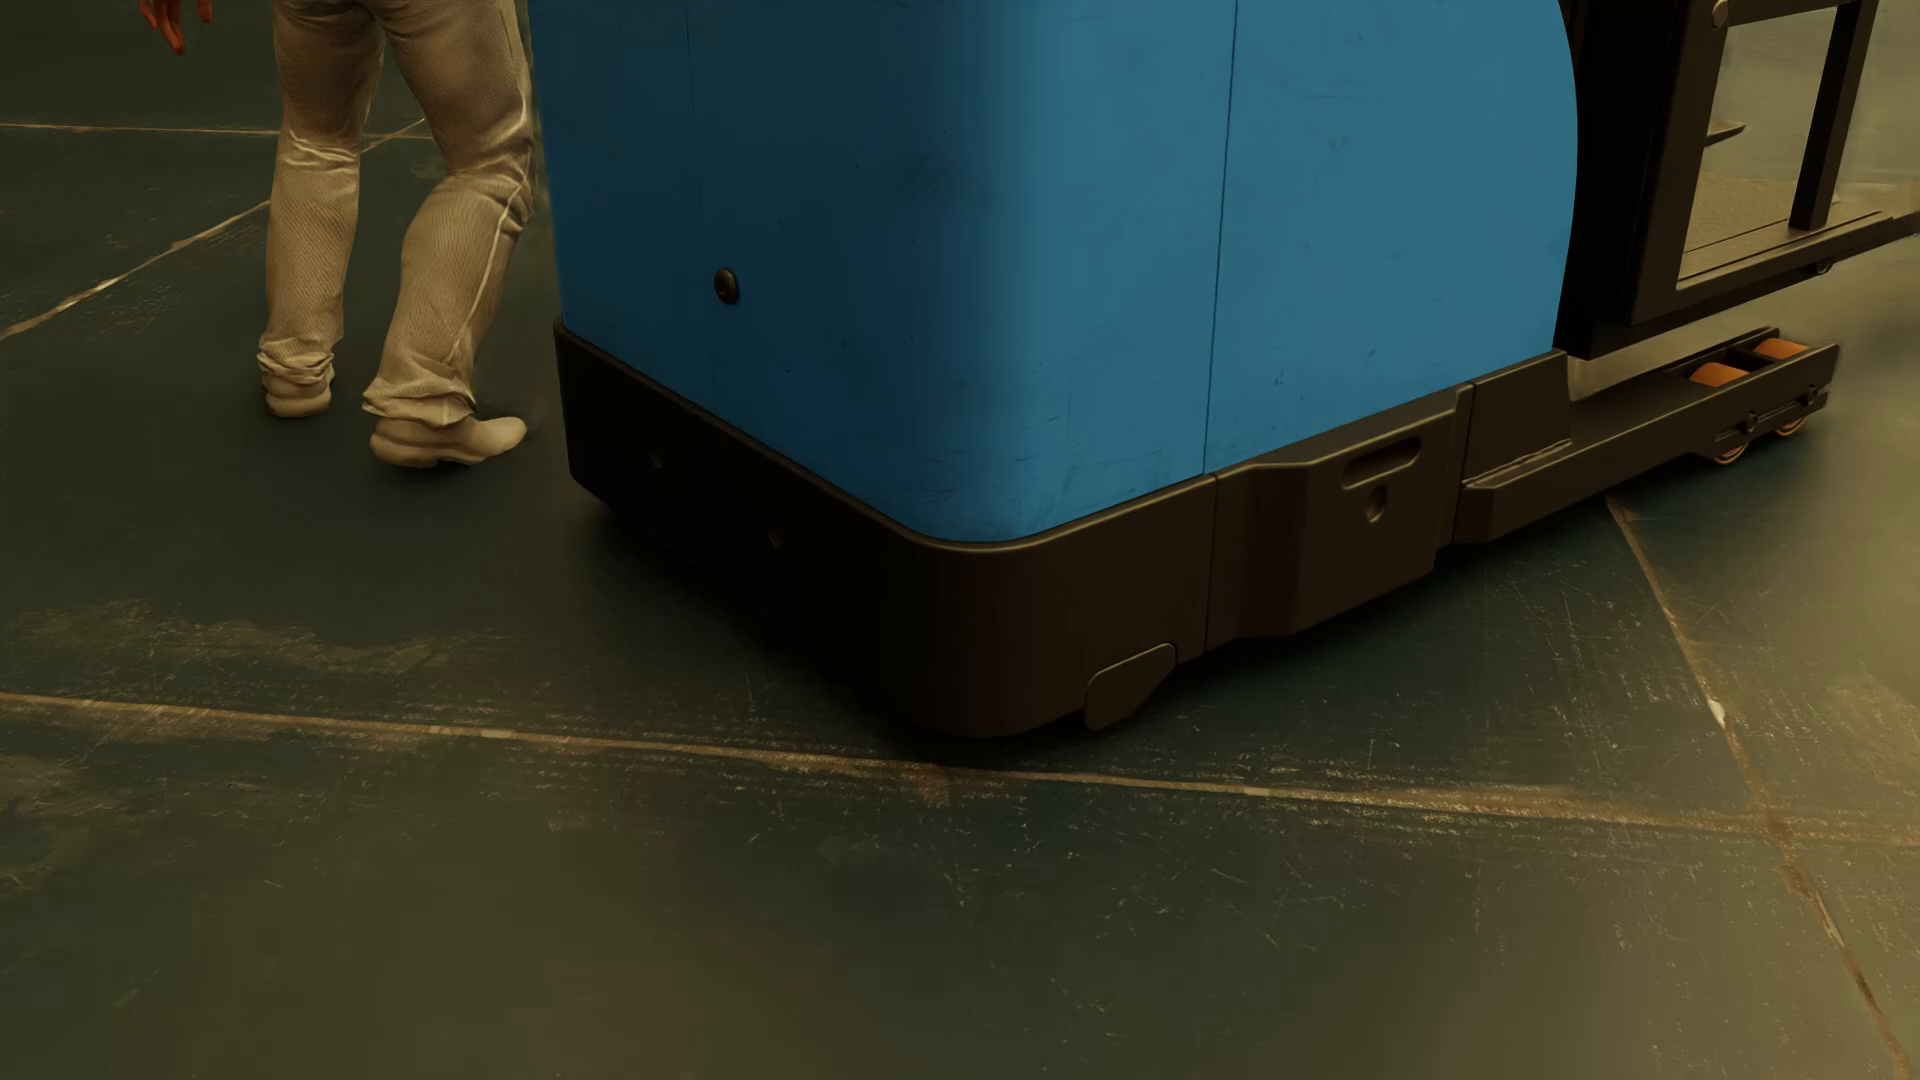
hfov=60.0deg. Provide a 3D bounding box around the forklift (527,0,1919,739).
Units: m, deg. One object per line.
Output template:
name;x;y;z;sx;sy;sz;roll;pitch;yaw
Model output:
forklift;0.873;-1.602;2.429;3.031;2.935;1.130;-19;32;-33

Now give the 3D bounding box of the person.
person;-0.921;-0.950;2.551;0.897;1.712;0.502;12;29;22
